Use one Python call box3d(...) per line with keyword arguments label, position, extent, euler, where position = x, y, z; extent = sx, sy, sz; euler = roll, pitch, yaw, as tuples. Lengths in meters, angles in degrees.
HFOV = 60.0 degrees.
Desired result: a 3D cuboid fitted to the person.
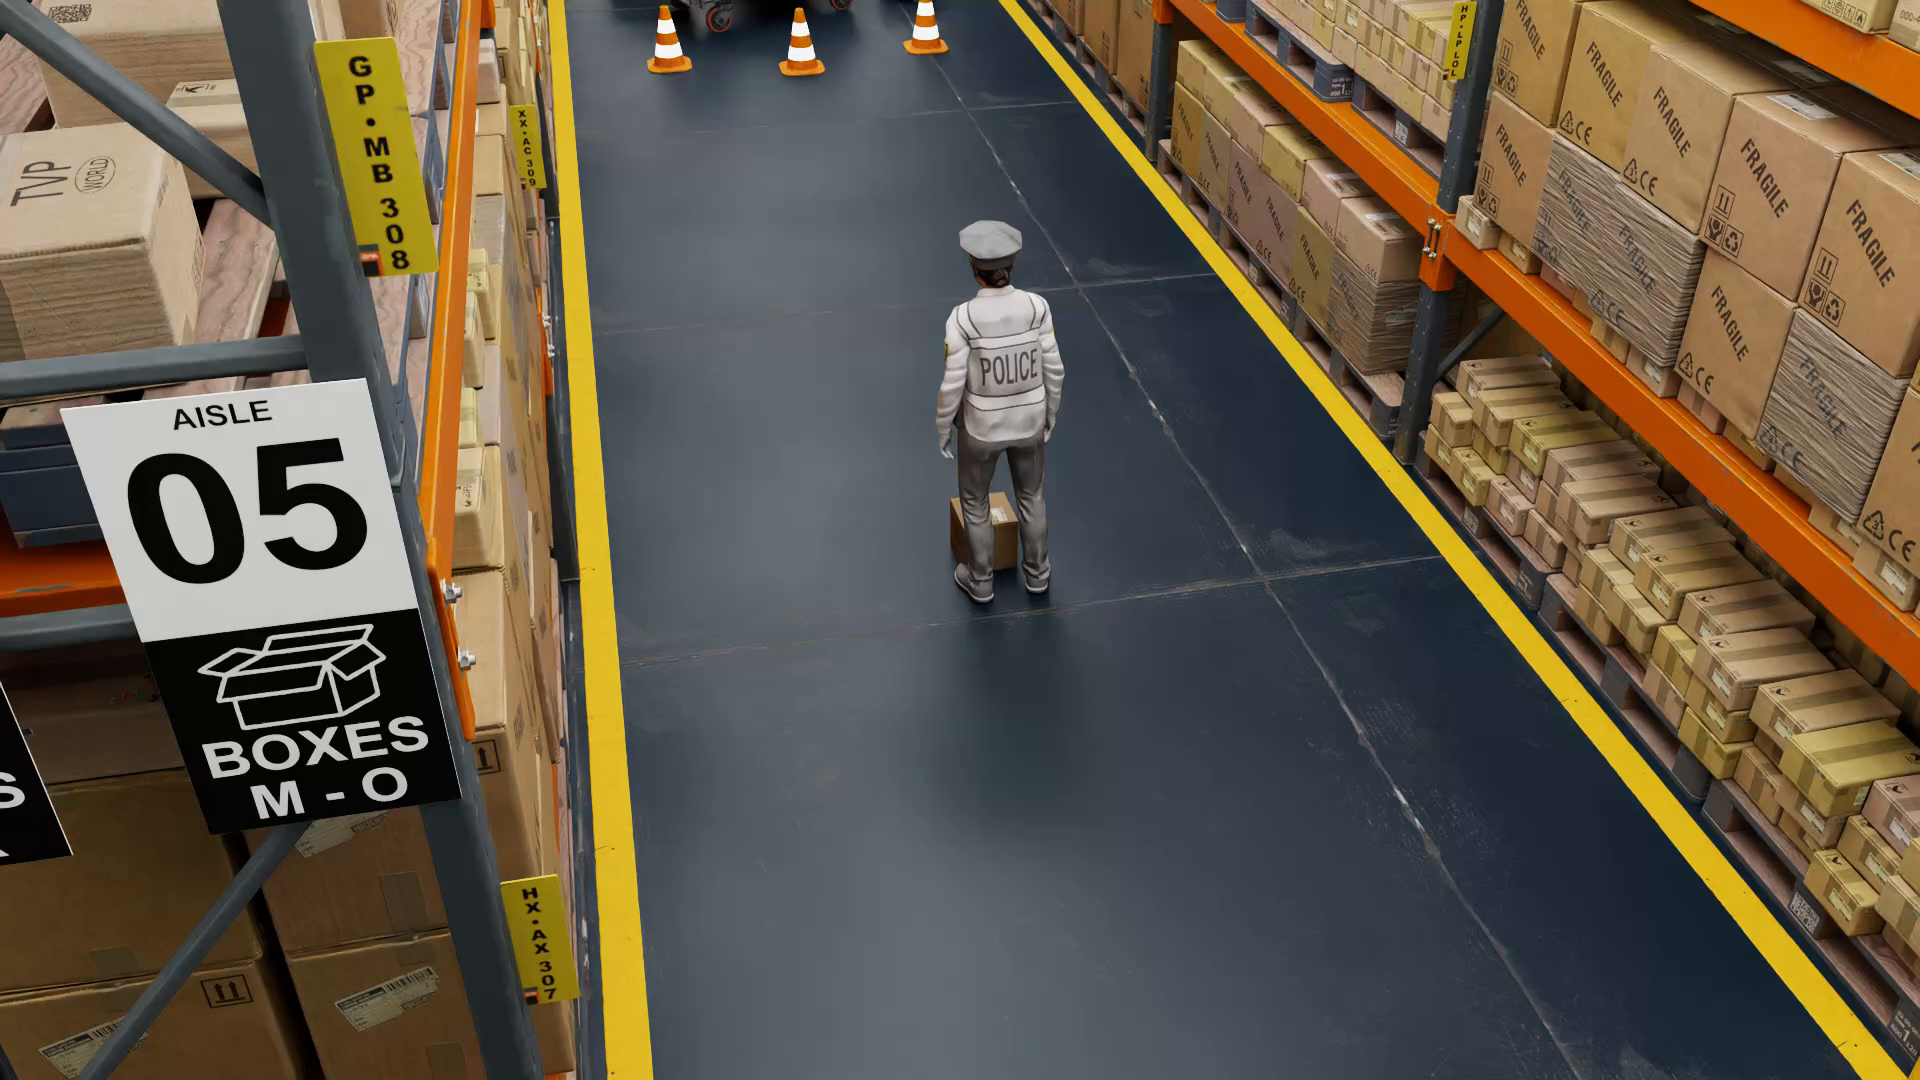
box3d(label="person", position=(0.160, -0.478, 6.835), extent=(0.544, 1.663, 0.376), euler=(-9, 36, -13))
